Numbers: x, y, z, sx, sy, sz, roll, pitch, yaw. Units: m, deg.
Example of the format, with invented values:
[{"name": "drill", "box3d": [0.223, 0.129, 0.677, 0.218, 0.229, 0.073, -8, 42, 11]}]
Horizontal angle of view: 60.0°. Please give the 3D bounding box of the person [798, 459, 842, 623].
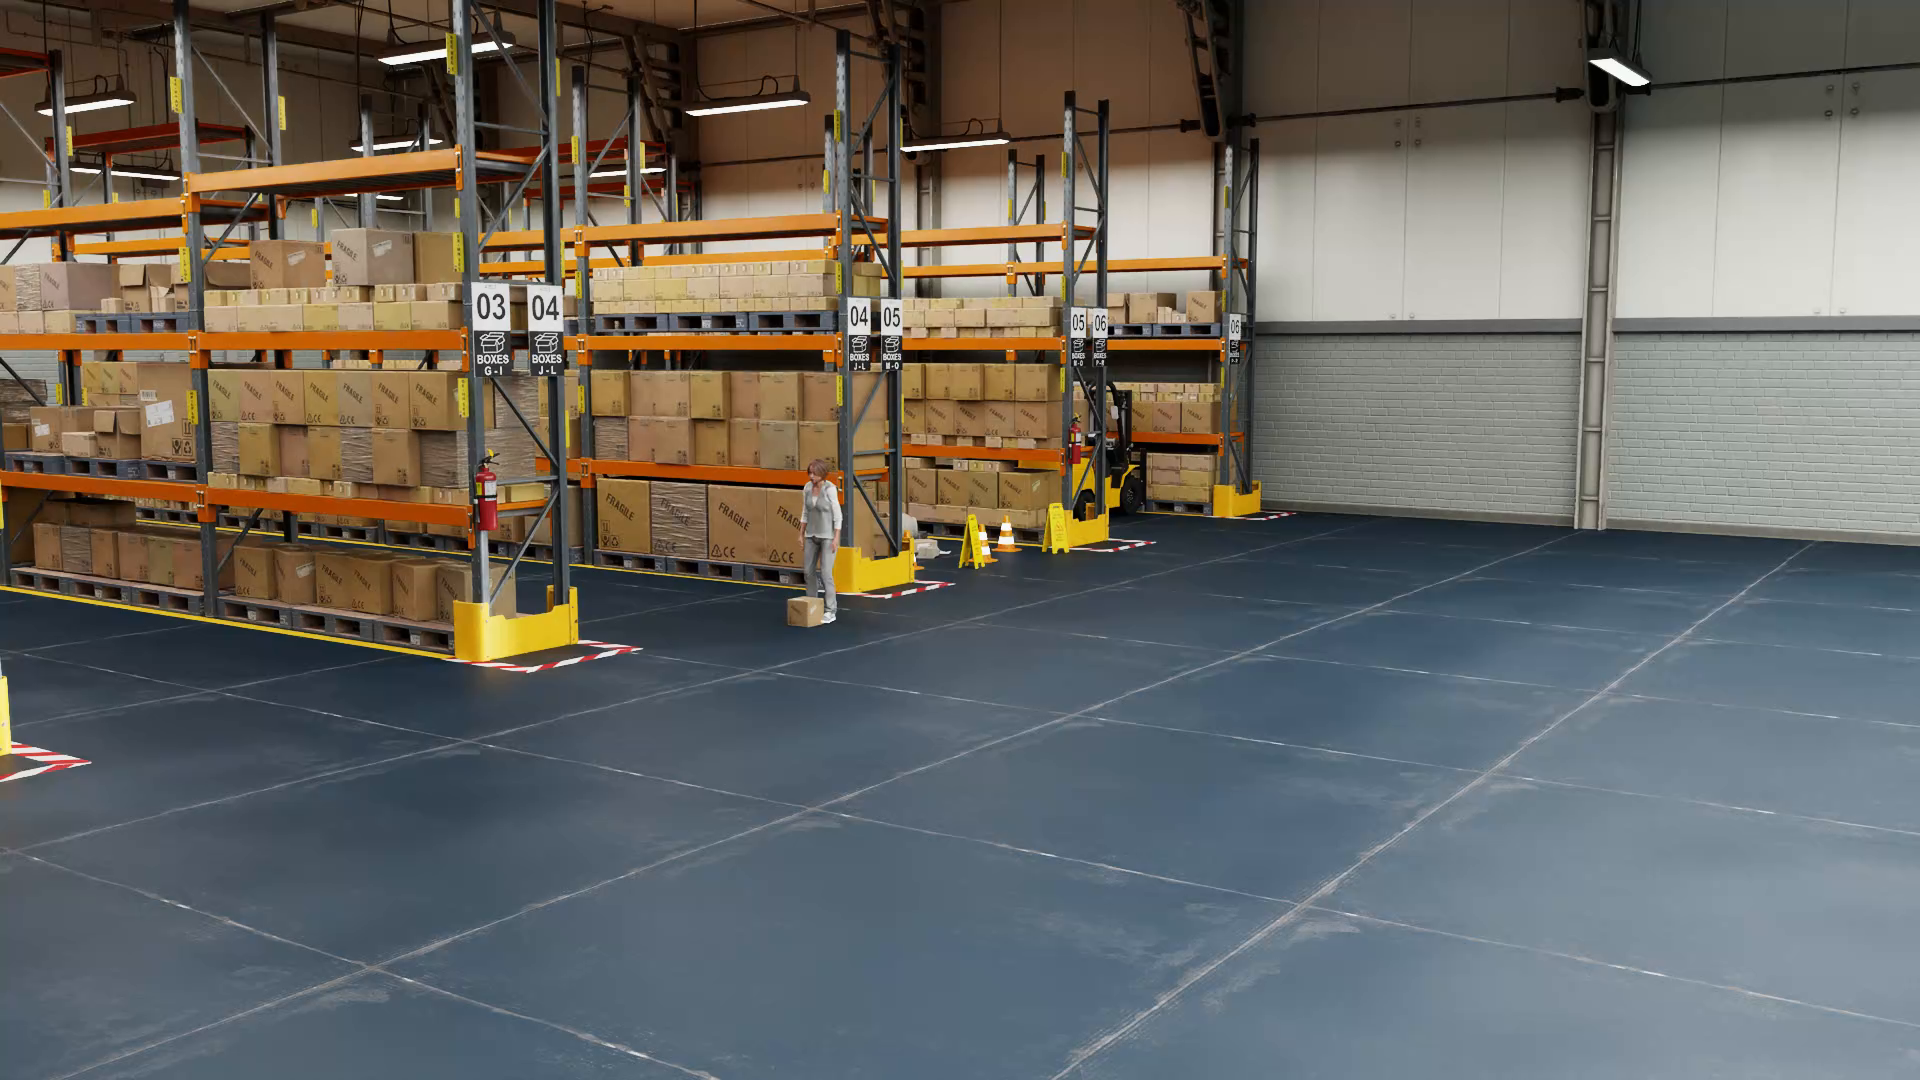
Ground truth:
[{"name": "person", "box3d": [-1.361, 0.003, 16.172, 0.482, 1.593, 0.342, 4, 8, 31]}]
